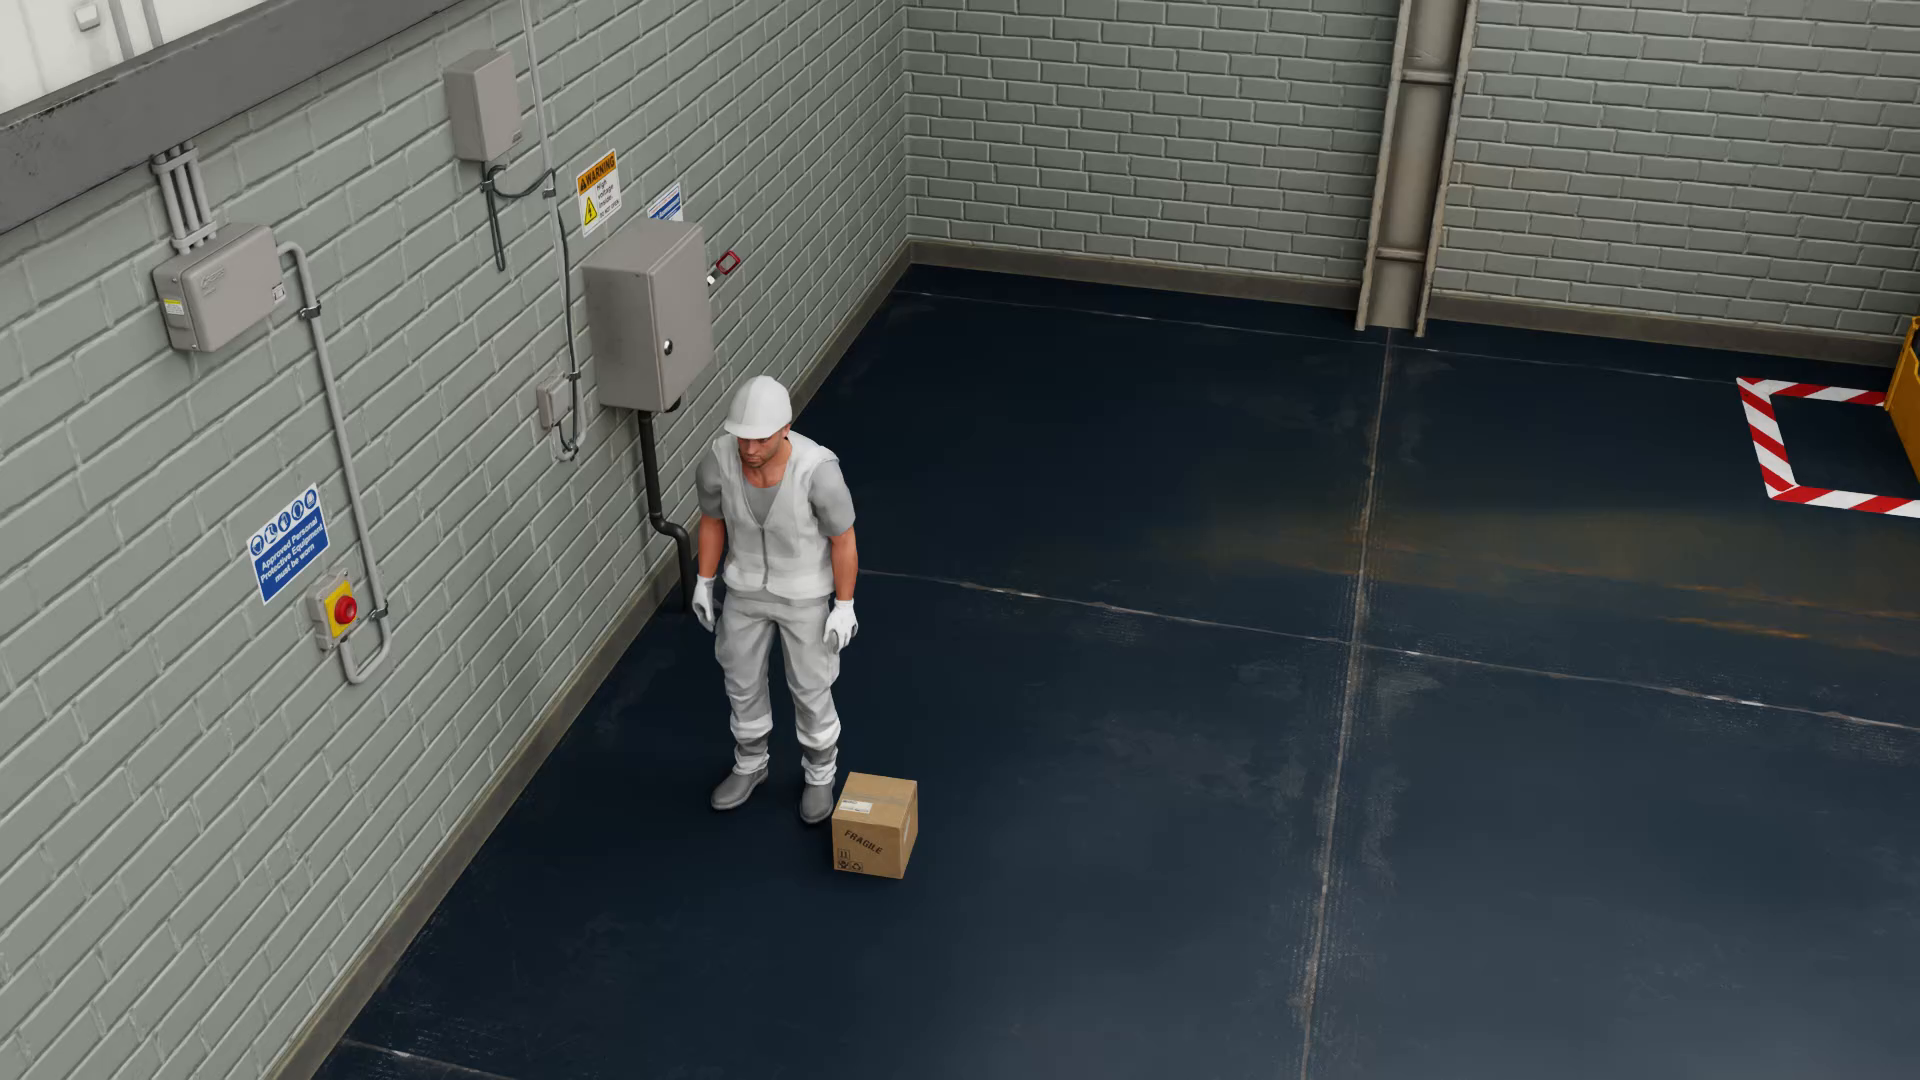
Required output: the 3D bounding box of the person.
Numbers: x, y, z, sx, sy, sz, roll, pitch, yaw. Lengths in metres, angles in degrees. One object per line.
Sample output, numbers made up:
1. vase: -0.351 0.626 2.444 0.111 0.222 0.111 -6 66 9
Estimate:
1. person: -0.651 0.208 5.798 0.597 1.779 0.451 8 33 13
